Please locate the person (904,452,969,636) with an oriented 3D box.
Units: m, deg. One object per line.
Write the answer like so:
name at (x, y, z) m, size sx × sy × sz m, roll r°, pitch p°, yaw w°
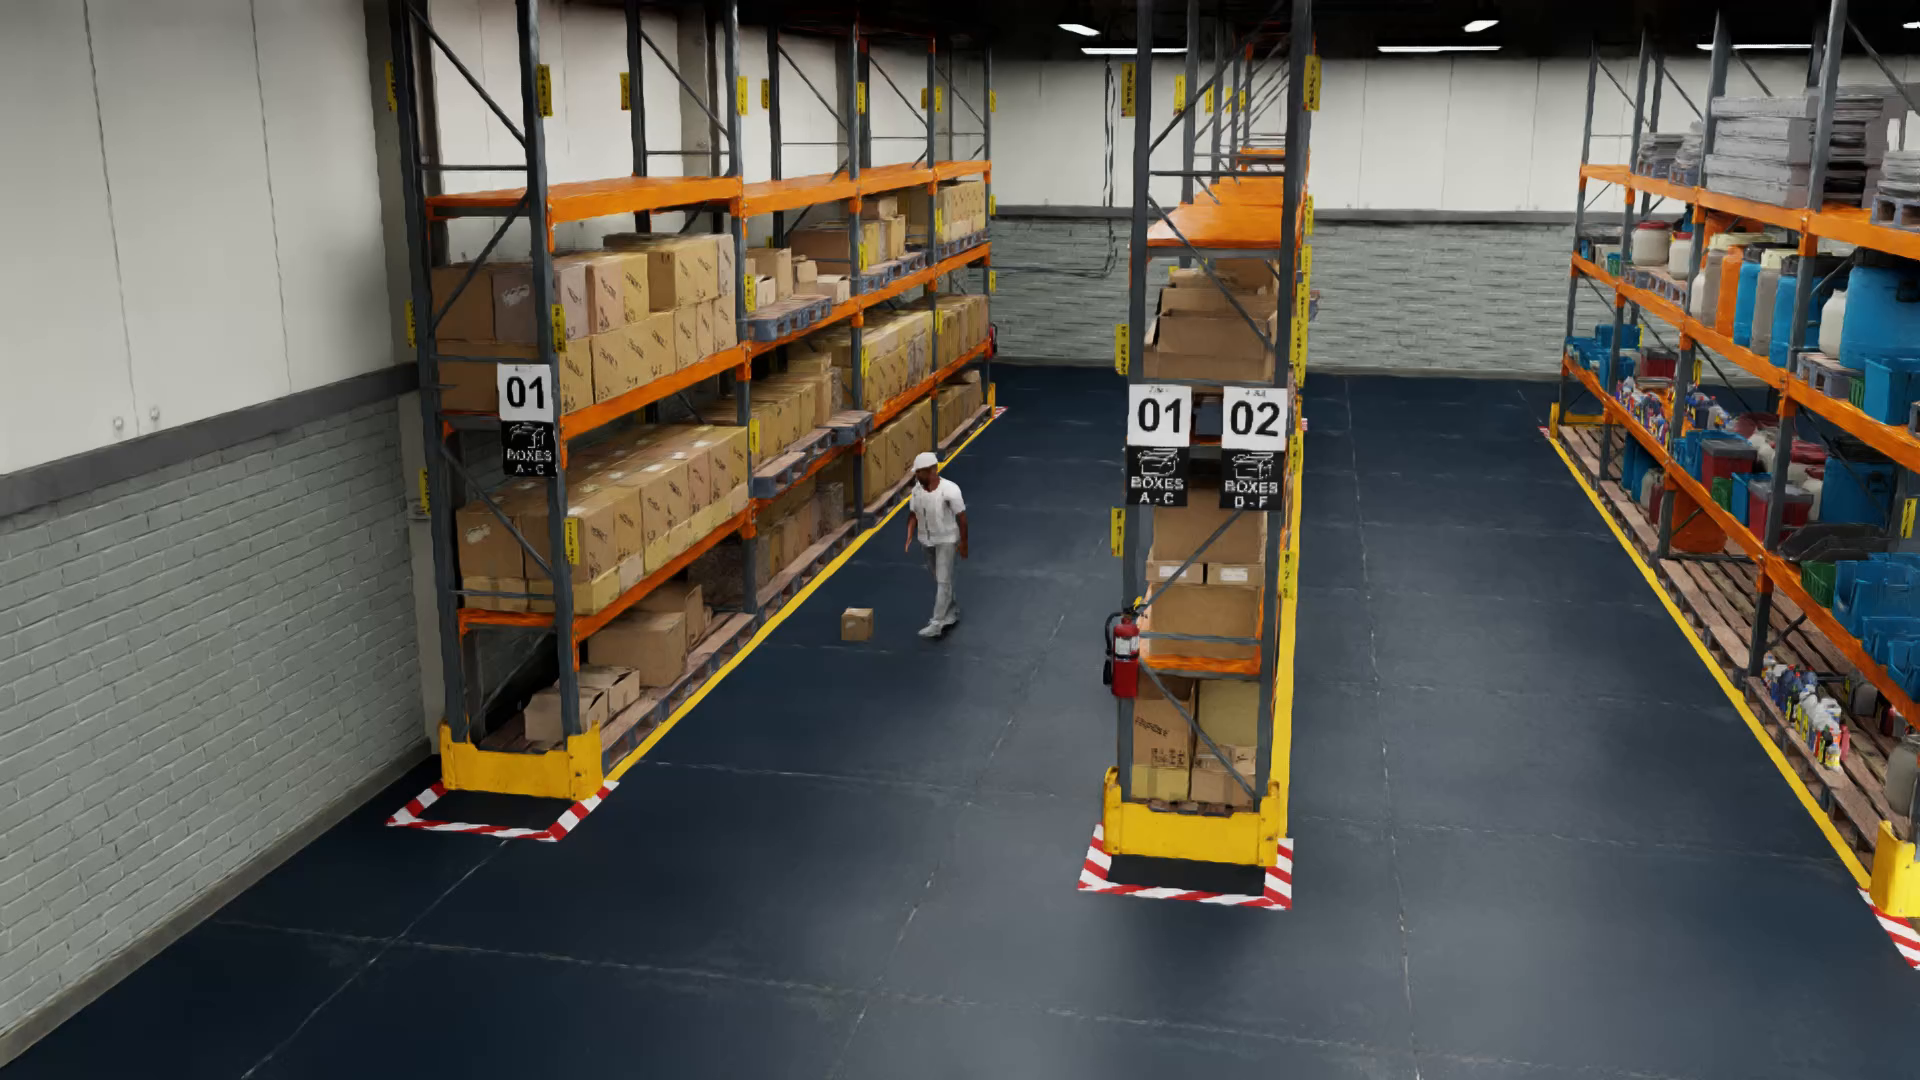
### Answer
person at (-0.274, 0.024, 15.851) m, size 0.584 × 1.726 × 0.882 m, roll 11°, pitch 18°, yaw 37°
